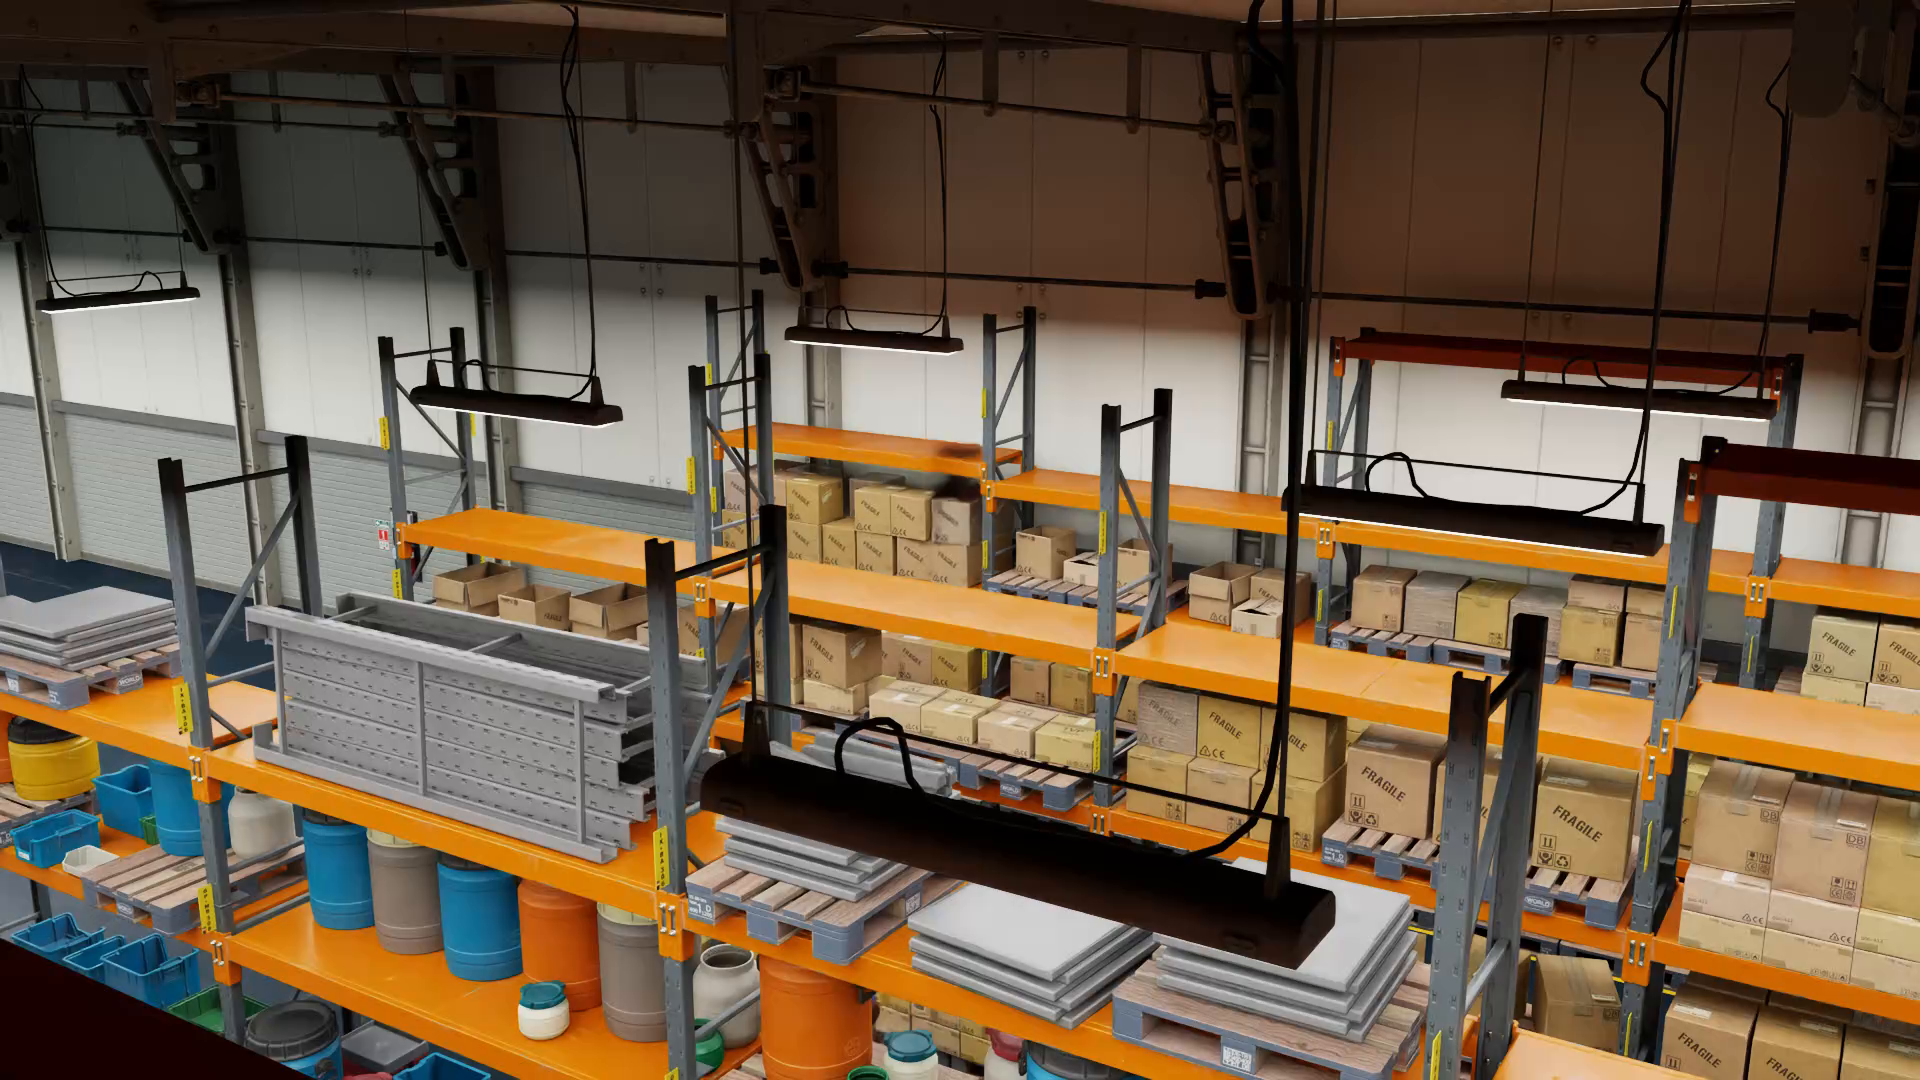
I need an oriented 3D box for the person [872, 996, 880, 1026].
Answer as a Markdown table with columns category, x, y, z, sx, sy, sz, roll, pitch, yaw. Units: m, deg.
| category | x | y | z | sx | sy | sz | roll | pitch | yaw |
| --- | --- | --- | --- | --- | --- | --- | --- | --- | --- |
| person | -1.034 | 4.047 | 13.354 | 0.997 | 1.617 | 0.528 | 9 | 16 | 32 |
